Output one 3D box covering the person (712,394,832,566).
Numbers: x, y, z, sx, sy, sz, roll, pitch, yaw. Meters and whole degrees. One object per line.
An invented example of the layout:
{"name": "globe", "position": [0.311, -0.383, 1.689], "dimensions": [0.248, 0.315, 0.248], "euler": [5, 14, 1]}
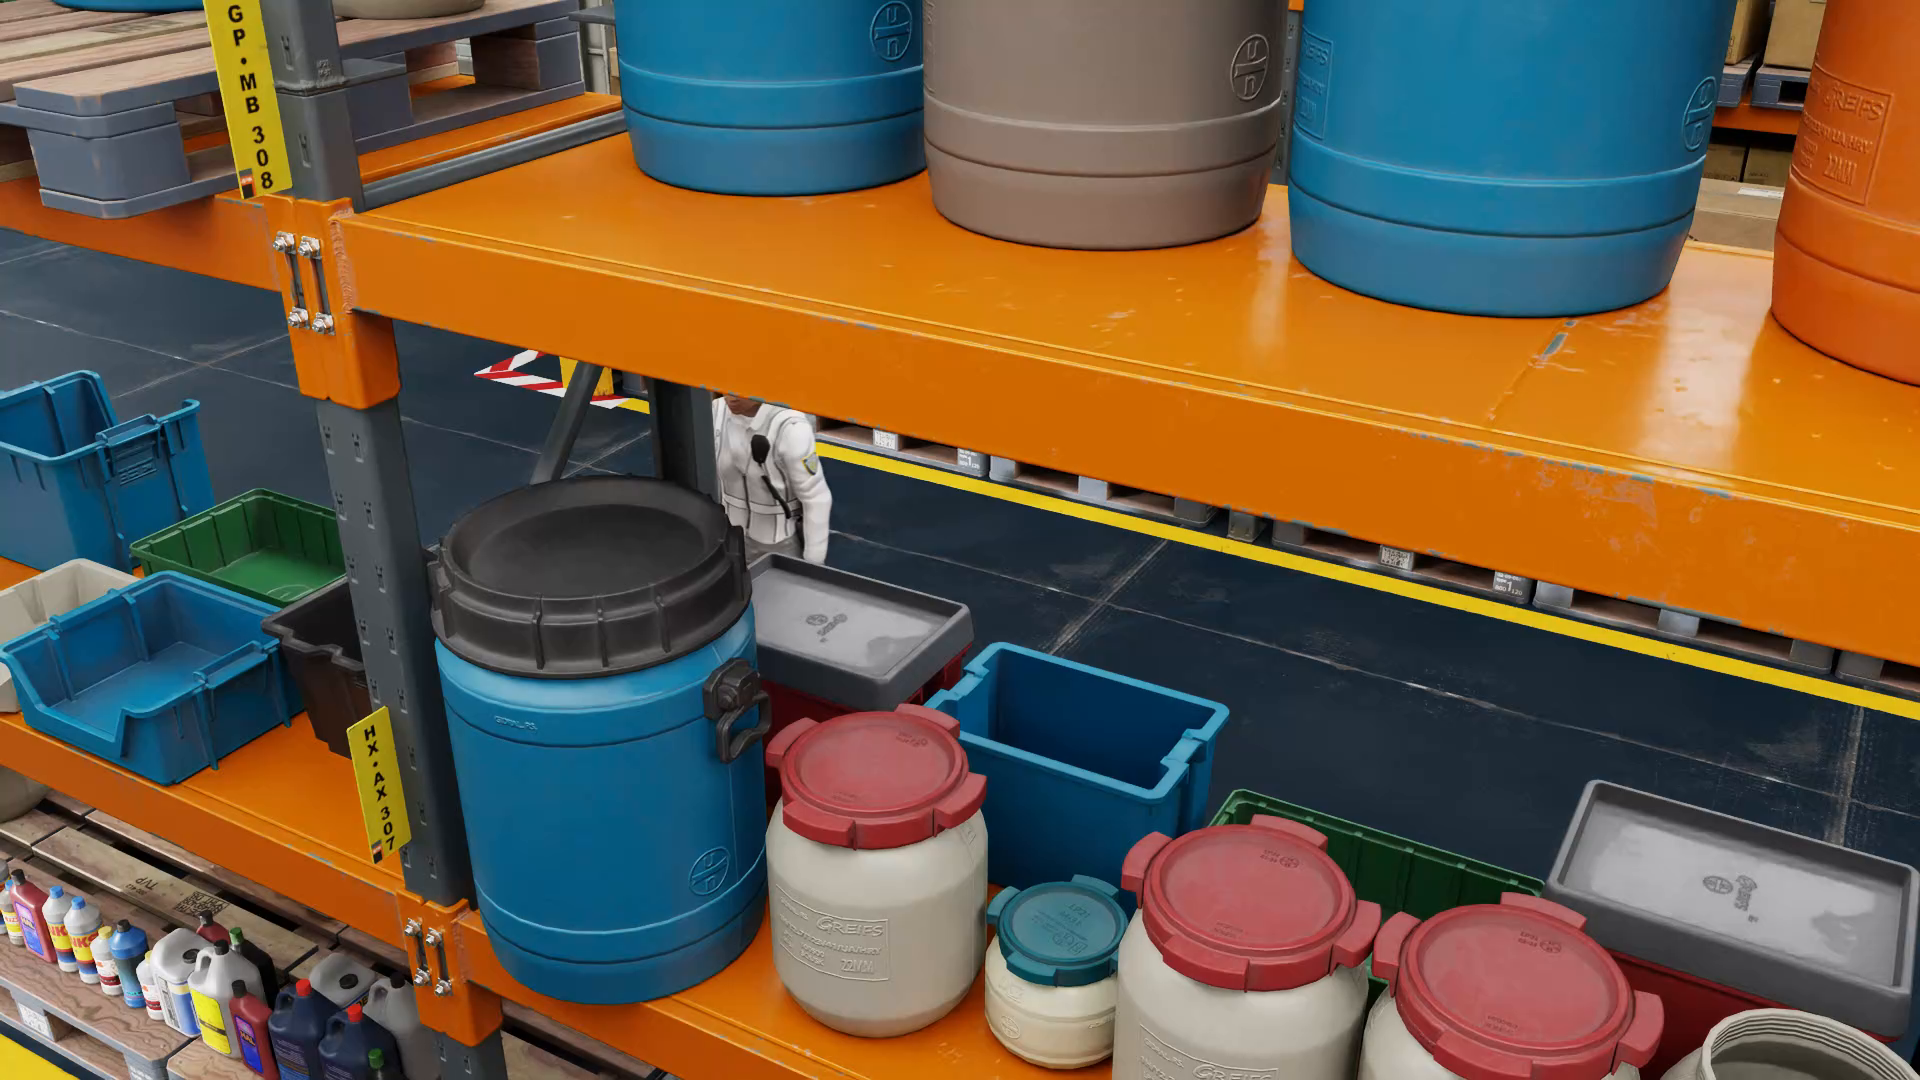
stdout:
{"name": "person", "position": [-0.723, 0.040, 6.031], "dimensions": [0.538, 1.663, 0.405], "euler": [14, 30, 25]}
